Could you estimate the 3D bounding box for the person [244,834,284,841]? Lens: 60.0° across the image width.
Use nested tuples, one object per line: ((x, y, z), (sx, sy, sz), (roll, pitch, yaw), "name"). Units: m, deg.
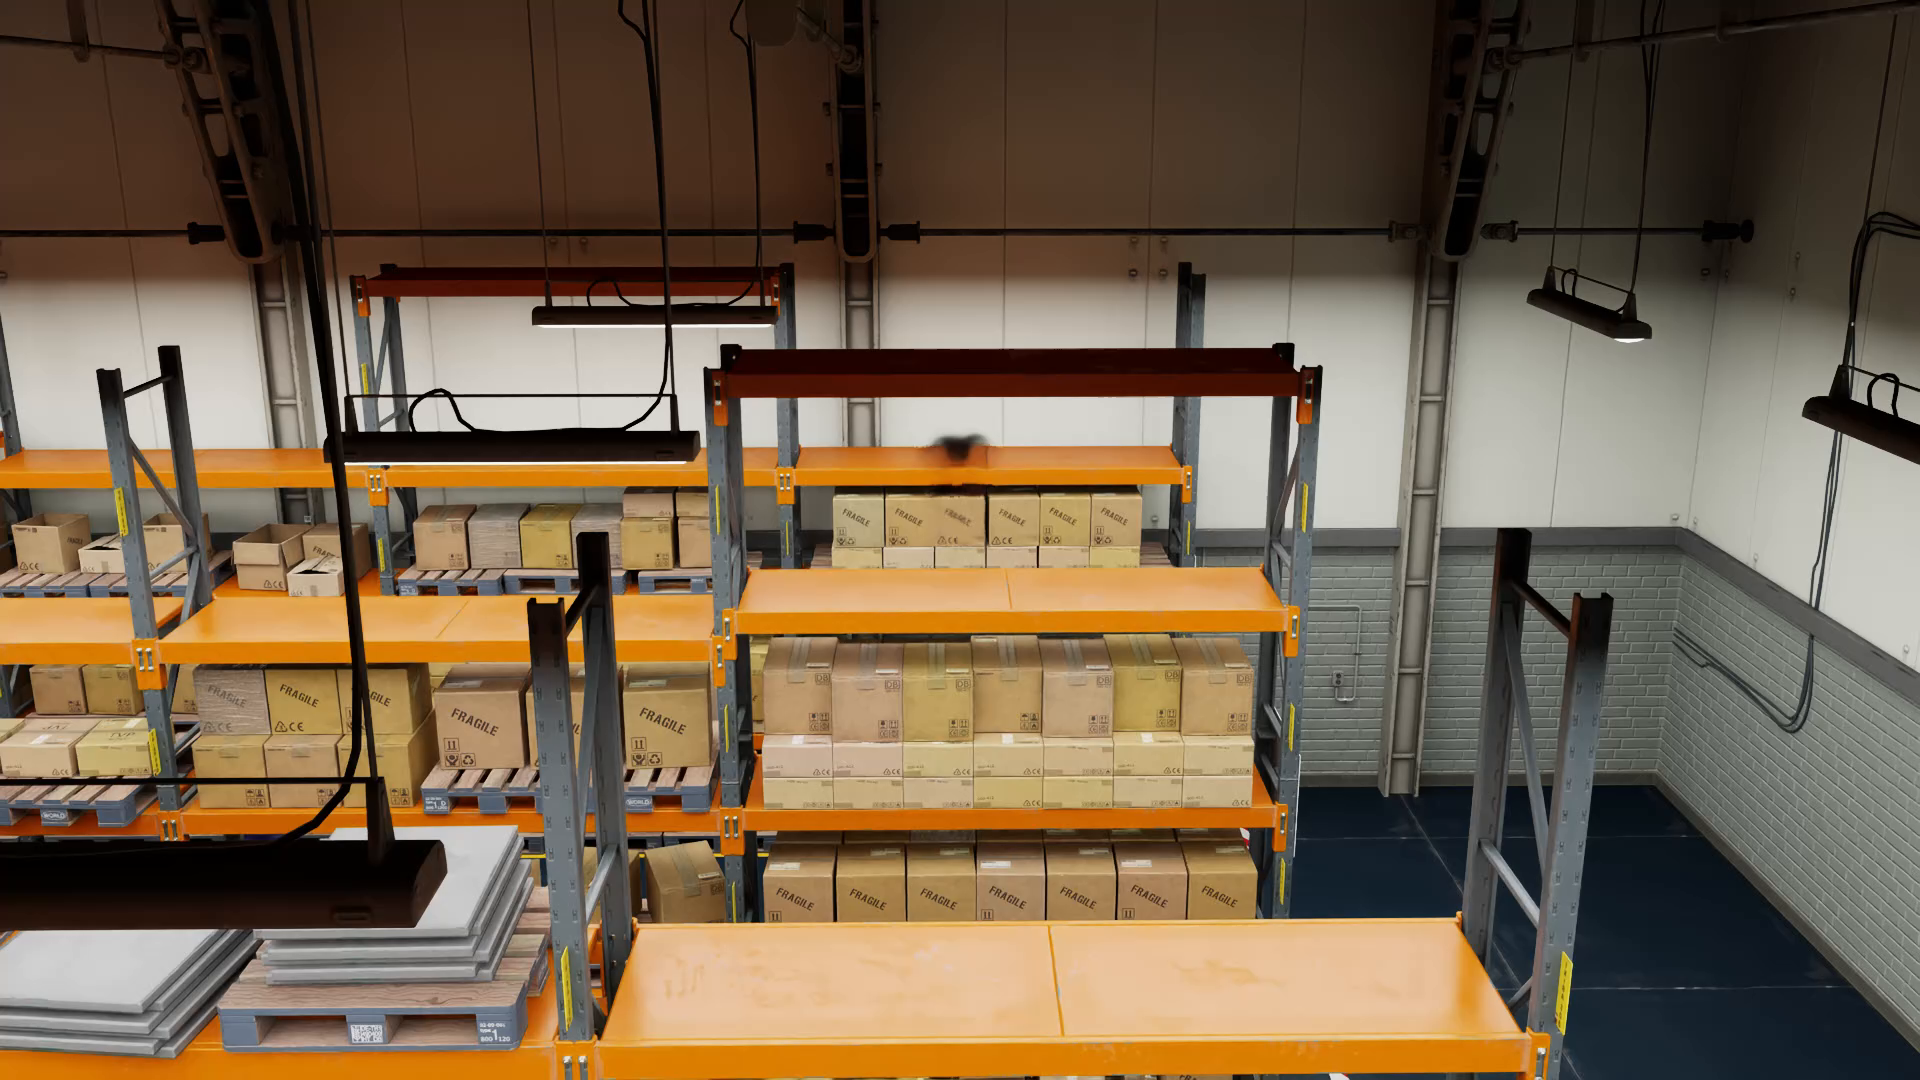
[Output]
((-6.569, 2.907, 15.706), (0.526, 1.672, 0.364), (-4, 17, -12), "person")
